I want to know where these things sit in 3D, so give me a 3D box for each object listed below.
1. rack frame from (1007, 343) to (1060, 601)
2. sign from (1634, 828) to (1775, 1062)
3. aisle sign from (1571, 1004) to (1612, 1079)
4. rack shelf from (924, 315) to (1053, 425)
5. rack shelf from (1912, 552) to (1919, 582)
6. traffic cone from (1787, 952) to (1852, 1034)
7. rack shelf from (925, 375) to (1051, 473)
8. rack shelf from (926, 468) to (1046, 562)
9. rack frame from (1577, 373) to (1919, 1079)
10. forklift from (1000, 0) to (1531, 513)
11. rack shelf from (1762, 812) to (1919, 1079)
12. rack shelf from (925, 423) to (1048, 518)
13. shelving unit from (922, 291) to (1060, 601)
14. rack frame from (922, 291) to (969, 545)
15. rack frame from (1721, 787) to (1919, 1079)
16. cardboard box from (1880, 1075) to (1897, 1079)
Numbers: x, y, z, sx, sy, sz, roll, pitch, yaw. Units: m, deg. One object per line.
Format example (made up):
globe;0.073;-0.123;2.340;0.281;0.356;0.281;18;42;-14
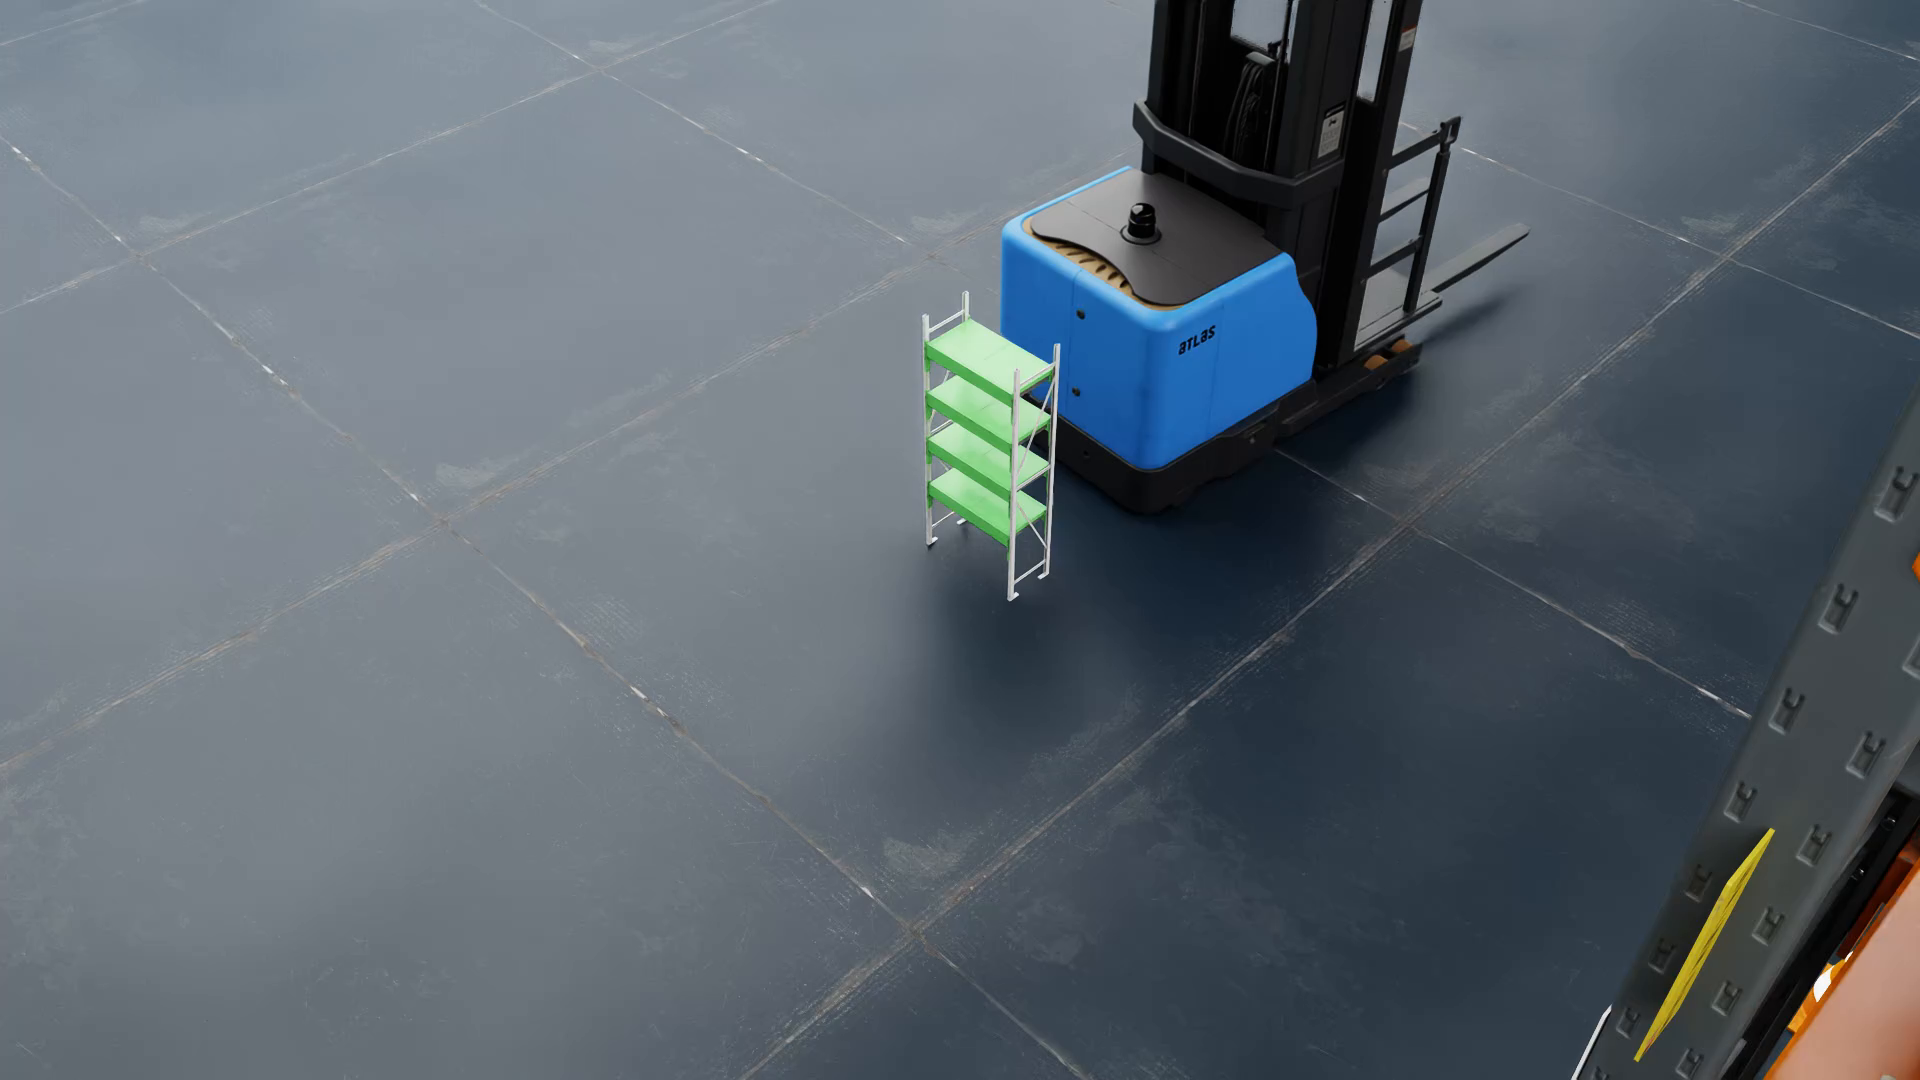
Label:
rack frame;0.289;-0.244;6.630;0.240;1.200;0.015;-34;53;-31
sign;0.770;0.425;1.726;0.100;0.325;0.005;-34;53;-31
aisle sign;0.891;0.752;2.311;0.394;0.787;0.004;-34;53;-31
rack shelf;0.117;-0.667;6.474;0.258;0.148;0.480;-34;53;-31
rack shelf;2.567;0.611;0.491;1.077;0.370;4.000;-34;53;-31
traffic cone;2.917;1.412;5.381;0.336;0.463;0.334;-34;53;-31
rack shelf;0.117;-0.490;6.637;0.258;0.148;0.480;-34;53;-31
rack shelf;0.117;-0.138;6.963;0.258;0.148;0.480;-34;53;-31
rack frame;1.154;-0.616;1.286;1.000;3.000;0.127;-34;53;-31
forklift;1.614;-2.046;7.305;3.031;2.935;1.130;-30;51;-28
rack shelf;2.567;1.711;1.508;1.077;0.370;4.000;-34;53;-31
rack shelf;0.117;-0.314;6.800;0.258;0.148;0.480;-34;53;-31
shelving unit;0.117;-0.361;6.757;0.258;1.200;0.503;-34;53;-31
rack frame;-0.055;-0.478;6.884;0.240;1.200;0.015;-34;53;-31
rack frame;1.154;1.587;3.322;1.000;3.000;0.127;-34;53;-31
cardboard box;1.159;0.893;2.048;0.380;0.149;0.250;-34;53;-31
